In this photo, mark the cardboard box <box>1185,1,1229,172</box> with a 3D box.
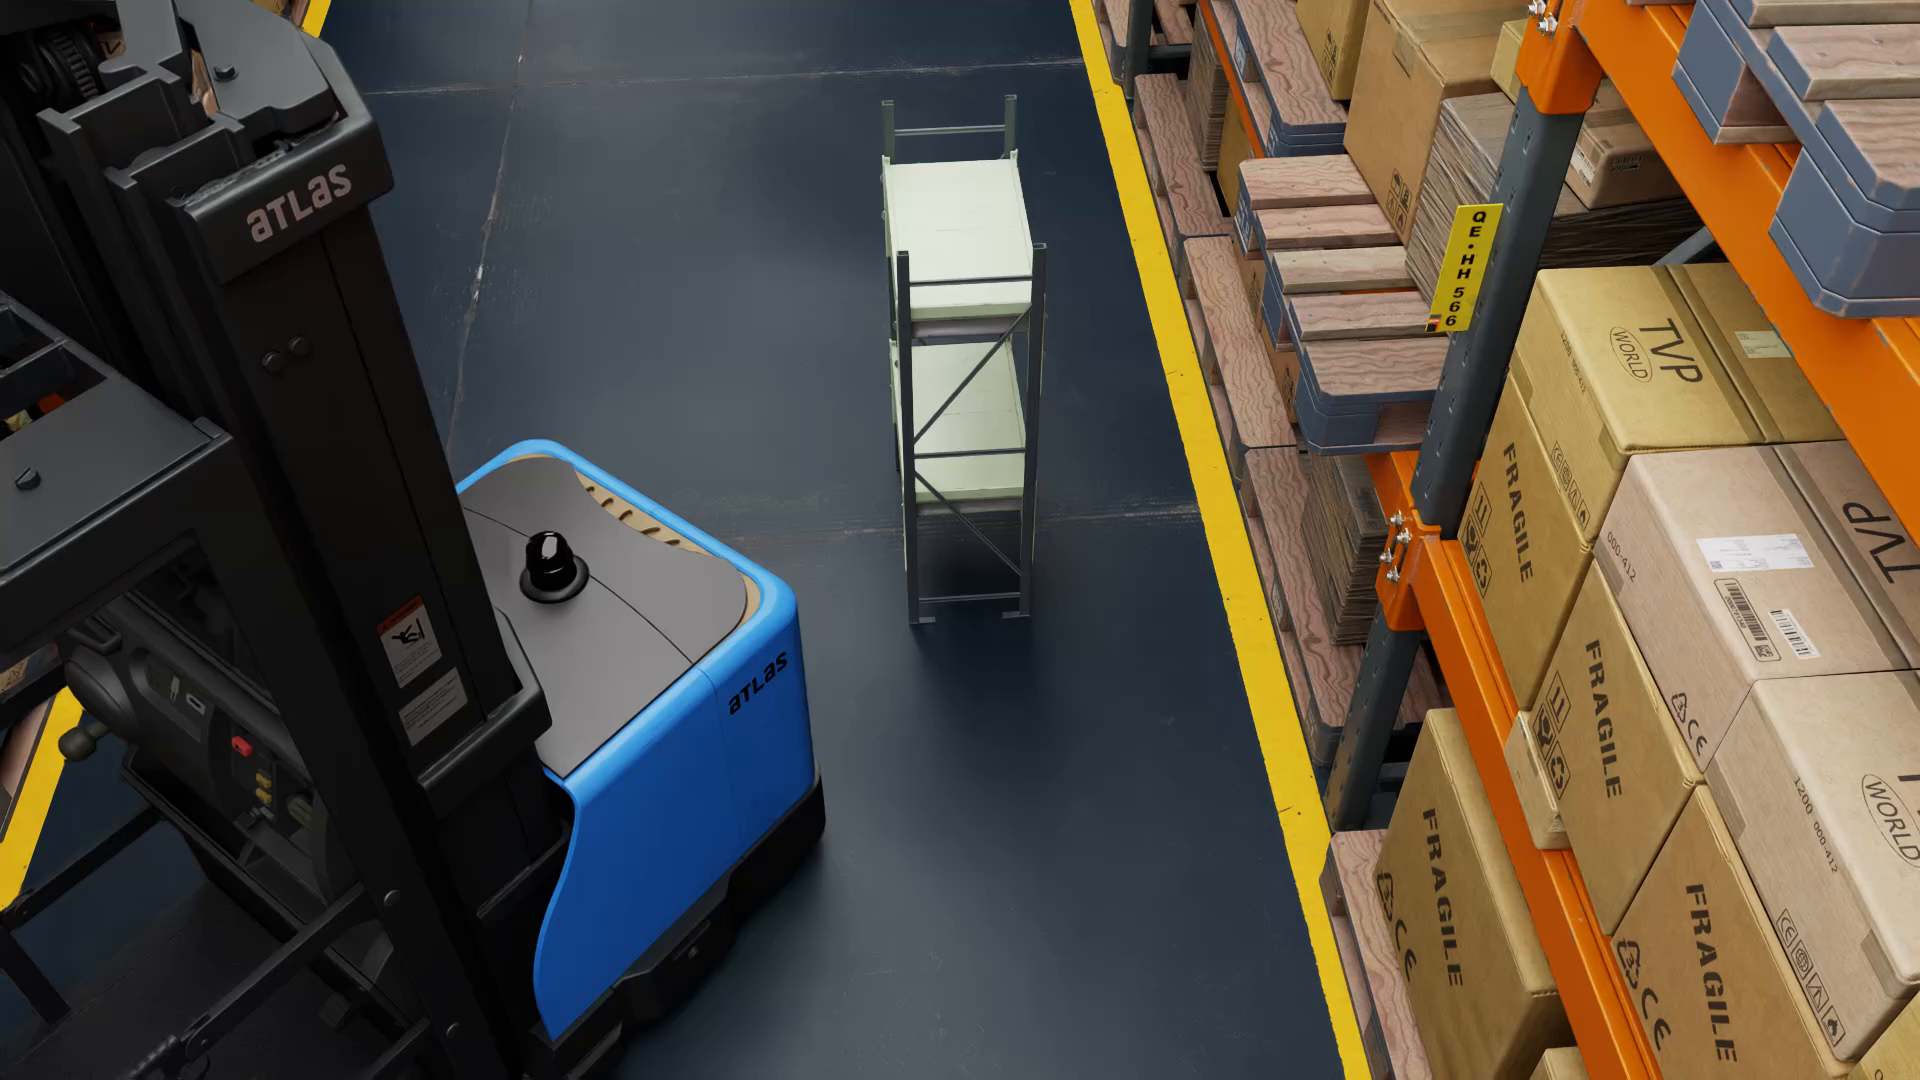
[{"bbox_3d":[1.338,-1.887,6.890,0.700,0.500,0.500,-2,47,-2],"label":"cardboard box"}]

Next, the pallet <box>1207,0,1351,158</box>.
[{"bbox_3d":[1.388,-1.597,5.328,1.003,0.211,1.213,-3,47,-3],"label":"pallet"}]

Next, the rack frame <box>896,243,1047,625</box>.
[{"bbox_3d":[0.030,-0.256,4.959,0.400,1.500,0.023,-3,47,-3],"label":"rack frame"}]

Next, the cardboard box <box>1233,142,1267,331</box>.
[{"bbox_3d":[1.434,-1.145,6.187,0.700,0.500,0.500,-3,47,-3],"label":"cardboard box"}]

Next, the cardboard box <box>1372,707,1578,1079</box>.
[{"bbox_3d":[1.526,0.902,4.021,0.750,0.750,0.750,-4,47,-4],"label":"cardboard box"}]

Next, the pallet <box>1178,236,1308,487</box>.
[{"bbox_3d":[1.432,-0.720,6.287,1.003,0.211,1.213,-3,47,-3],"label":"pallet"}]

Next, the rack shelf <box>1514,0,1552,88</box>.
[{"bbox_3d":[1.427,-2.464,4.447,1.077,0.370,4.000,-3,47,-3],"label":"rack shelf"}]

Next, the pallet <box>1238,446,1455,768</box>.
[{"bbox_3d":[1.531,0.160,5.453,1.003,0.211,1.213,-3,47,-3],"label":"pallet"}]

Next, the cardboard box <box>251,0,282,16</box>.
[{"bbox_3d":[-3.413,-2.376,7.539,0.500,0.250,0.500,-3,47,-3],"label":"cardboard box"}]

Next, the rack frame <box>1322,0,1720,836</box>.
[{"bbox_3d":[1.595,-0.233,3.905,1.000,3.000,0.127,-3,47,-3],"label":"rack frame"}]

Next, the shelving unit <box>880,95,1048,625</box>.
[{"bbox_3d":[-0.001,-0.521,5.210,0.431,1.500,0.755,-3,47,-3],"label":"shelving unit"}]

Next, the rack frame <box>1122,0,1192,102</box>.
[{"bbox_3d":[1.260,-3.127,6.646,1.000,3.000,0.127,-3,47,-3],"label":"rack frame"}]

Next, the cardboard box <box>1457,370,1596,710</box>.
[{"bbox_3d":[1.380,-0.010,3.406,0.500,0.500,0.500,-2,47,-2],"label":"cardboard box"}]

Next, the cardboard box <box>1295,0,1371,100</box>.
[{"bbox_3d":[1.419,-1.658,4.883,0.700,0.500,0.500,-3,47,-3],"label":"cardboard box"}]

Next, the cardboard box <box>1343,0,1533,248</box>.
[{"bbox_3d":[1.472,-1.161,4.412,0.700,0.500,0.500,-7,47,-7],"label":"cardboard box"}]

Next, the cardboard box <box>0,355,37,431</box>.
[{"bbox_3d":[-3.185,-0.466,5.344,0.500,0.311,0.500,-5,47,-4],"label":"cardboard box"}]

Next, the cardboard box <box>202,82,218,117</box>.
[{"bbox_3d":[-3.353,-1.740,6.936,0.500,0.250,0.500,-4,47,-4],"label":"cardboard box"}]

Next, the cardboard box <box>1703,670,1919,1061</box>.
[{"bbox_3d":[1.467,0.460,2.444,0.500,0.250,0.500,-3,47,-3],"label":"cardboard box"}]

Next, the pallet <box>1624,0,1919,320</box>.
[{"bbox_3d":[1.702,-0.737,2.446,1.213,0.211,1.003,-2,47,-1],"label":"pallet"}]

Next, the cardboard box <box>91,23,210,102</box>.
[{"bbox_3d":[-3.357,-1.939,6.739,0.500,0.311,0.500,-3,47,-3],"label":"cardboard box"}]

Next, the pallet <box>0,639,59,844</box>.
[{"bbox_3d":[-3.371,0.432,5.196,1.003,0.211,1.213,-3,47,-3],"label":"pallet"}]

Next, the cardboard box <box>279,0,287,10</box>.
[{"bbox_3d":[-3.450,-2.738,7.882,0.500,0.250,0.500,-3,47,-3],"label":"cardboard box"}]

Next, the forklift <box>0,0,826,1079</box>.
[{"bbox_3d":[-1.694,0.487,3.270,1.130,2.935,3.031,29,53,25],"label":"forklift"}]

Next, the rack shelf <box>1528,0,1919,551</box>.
[{"bbox_3d":[1.762,0.430,1.706,1.077,0.370,4.000,-3,47,-3],"label":"rack shelf"}]

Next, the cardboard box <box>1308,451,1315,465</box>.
[{"bbox_3d":[1.555,-0.422,5.503,0.700,0.500,0.500,-4,47,-3],"label":"cardboard box"}]

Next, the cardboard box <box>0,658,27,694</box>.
[{"bbox_3d":[-3.092,0.475,4.839,0.500,0.250,0.500,-4,47,-3],"label":"cardboard box"}]

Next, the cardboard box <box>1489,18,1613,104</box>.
[{"bbox_3d":[1.494,-1.121,3.927,0.380,0.149,0.250,-11,47,-10],"label":"cardboard box"}]

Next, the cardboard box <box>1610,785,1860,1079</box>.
[{"bbox_3d":[1.455,0.729,2.706,0.500,0.500,0.500,-4,47,-3],"label":"cardboard box"}]

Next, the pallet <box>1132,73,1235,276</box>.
[{"bbox_3d":[1.327,-1.605,7.125,1.003,0.211,1.213,-3,47,-3],"label":"pallet"}]

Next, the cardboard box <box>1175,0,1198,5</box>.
[{"bbox_3d":[1.185,-2.689,7.879,0.380,0.166,0.250,-9,47,-8],"label":"cardboard box"}]

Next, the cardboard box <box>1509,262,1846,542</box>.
[{"bbox_3d":[1.378,-0.269,3.135,0.500,0.250,0.500,-2,47,-2],"label":"cardboard box"}]

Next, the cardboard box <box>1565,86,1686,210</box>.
[{"bbox_3d":[1.536,-0.889,3.708,0.380,0.149,0.250,-9,47,-8],"label":"cardboard box"}]

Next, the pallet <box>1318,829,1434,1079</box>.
[{"bbox_3d":[1.586,1.301,4.373,1.003,0.211,1.213,-3,47,-3],"label":"pallet"}]

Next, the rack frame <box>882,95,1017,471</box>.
[{"bbox_3d":[-0.031,-0.785,5.461,0.400,1.500,0.023,-3,47,-3],"label":"rack frame"}]

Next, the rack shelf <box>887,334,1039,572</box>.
[{"bbox_3d":[-0.001,-0.296,5.447,0.431,0.370,0.720,-3,47,-3],"label":"rack shelf"}]

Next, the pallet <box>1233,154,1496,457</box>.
[{"bbox_3d":[1.429,-0.676,4.457,1.213,0.211,1.003,-3,47,-3],"label":"pallet"}]

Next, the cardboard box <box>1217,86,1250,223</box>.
[{"bbox_3d":[1.431,-1.516,6.539,0.700,0.500,0.500,-4,47,-4],"label":"cardboard box"}]

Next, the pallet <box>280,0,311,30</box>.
[{"bbox_3d":[-3.701,-2.442,7.918,1.003,0.211,1.213,-3,47,-3],"label":"pallet"}]

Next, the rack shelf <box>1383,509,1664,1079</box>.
[{"bbox_3d":[1.762,1.461,2.795,1.077,0.370,4.000,-3,47,-3],"label":"rack shelf"}]

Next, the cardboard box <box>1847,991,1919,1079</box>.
[{"bbox_3d":[1.516,0.829,2.095,0.500,0.250,0.500,-4,47,-4],"label":"cardboard box"}]

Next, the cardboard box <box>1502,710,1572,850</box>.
[{"bbox_3d":[1.342,0.479,3.390,0.380,0.149,0.250,-2,47,-2],"label":"cardboard box"}]

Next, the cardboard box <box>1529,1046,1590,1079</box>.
[{"bbox_3d":[1.593,1.536,3.421,0.750,0.750,0.750,-4,47,-3],"label":"cardboard box"}]

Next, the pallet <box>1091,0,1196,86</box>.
[{"bbox_3d":[1.168,-2.652,8.116,1.003,0.211,1.213,-3,47,-3],"label":"pallet"}]

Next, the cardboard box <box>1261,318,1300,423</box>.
[{"bbox_3d":[1.485,-0.780,5.841,0.700,0.500,0.500,-4,47,-4],"label":"cardboard box"}]

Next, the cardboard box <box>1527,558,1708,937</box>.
[{"bbox_3d":[1.415,0.370,3.046,0.500,0.500,0.500,-2,47,-2],"label":"cardboard box"}]

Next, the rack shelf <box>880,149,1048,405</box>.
[{"bbox_3d":[-0.001,-0.789,4.927,0.431,0.370,0.720,-3,47,-3],"label":"rack shelf"}]

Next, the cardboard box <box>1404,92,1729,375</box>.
[{"bbox_3d":[1.545,-0.758,4.030,0.700,0.500,0.500,-8,47,-8],"label":"cardboard box"}]

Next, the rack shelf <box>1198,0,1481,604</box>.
[{"bbox_3d":[1.427,-1.433,5.536,1.077,0.370,4.000,-3,47,-3],"label":"rack shelf"}]

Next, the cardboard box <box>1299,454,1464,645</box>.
[{"bbox_3d":[1.482,-0.042,5.143,0.700,0.500,0.500,-3,47,-3],"label":"cardboard box"}]

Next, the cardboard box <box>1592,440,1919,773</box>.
[{"bbox_3d":[1.422,0.099,2.787,0.500,0.250,0.500,-4,47,-4],"label":"cardboard box"}]

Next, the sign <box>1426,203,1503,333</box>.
[{"bbox_3d":[1.055,-0.564,3.475,0.100,0.325,0.005,-3,47,-3],"label":"sign"}]
